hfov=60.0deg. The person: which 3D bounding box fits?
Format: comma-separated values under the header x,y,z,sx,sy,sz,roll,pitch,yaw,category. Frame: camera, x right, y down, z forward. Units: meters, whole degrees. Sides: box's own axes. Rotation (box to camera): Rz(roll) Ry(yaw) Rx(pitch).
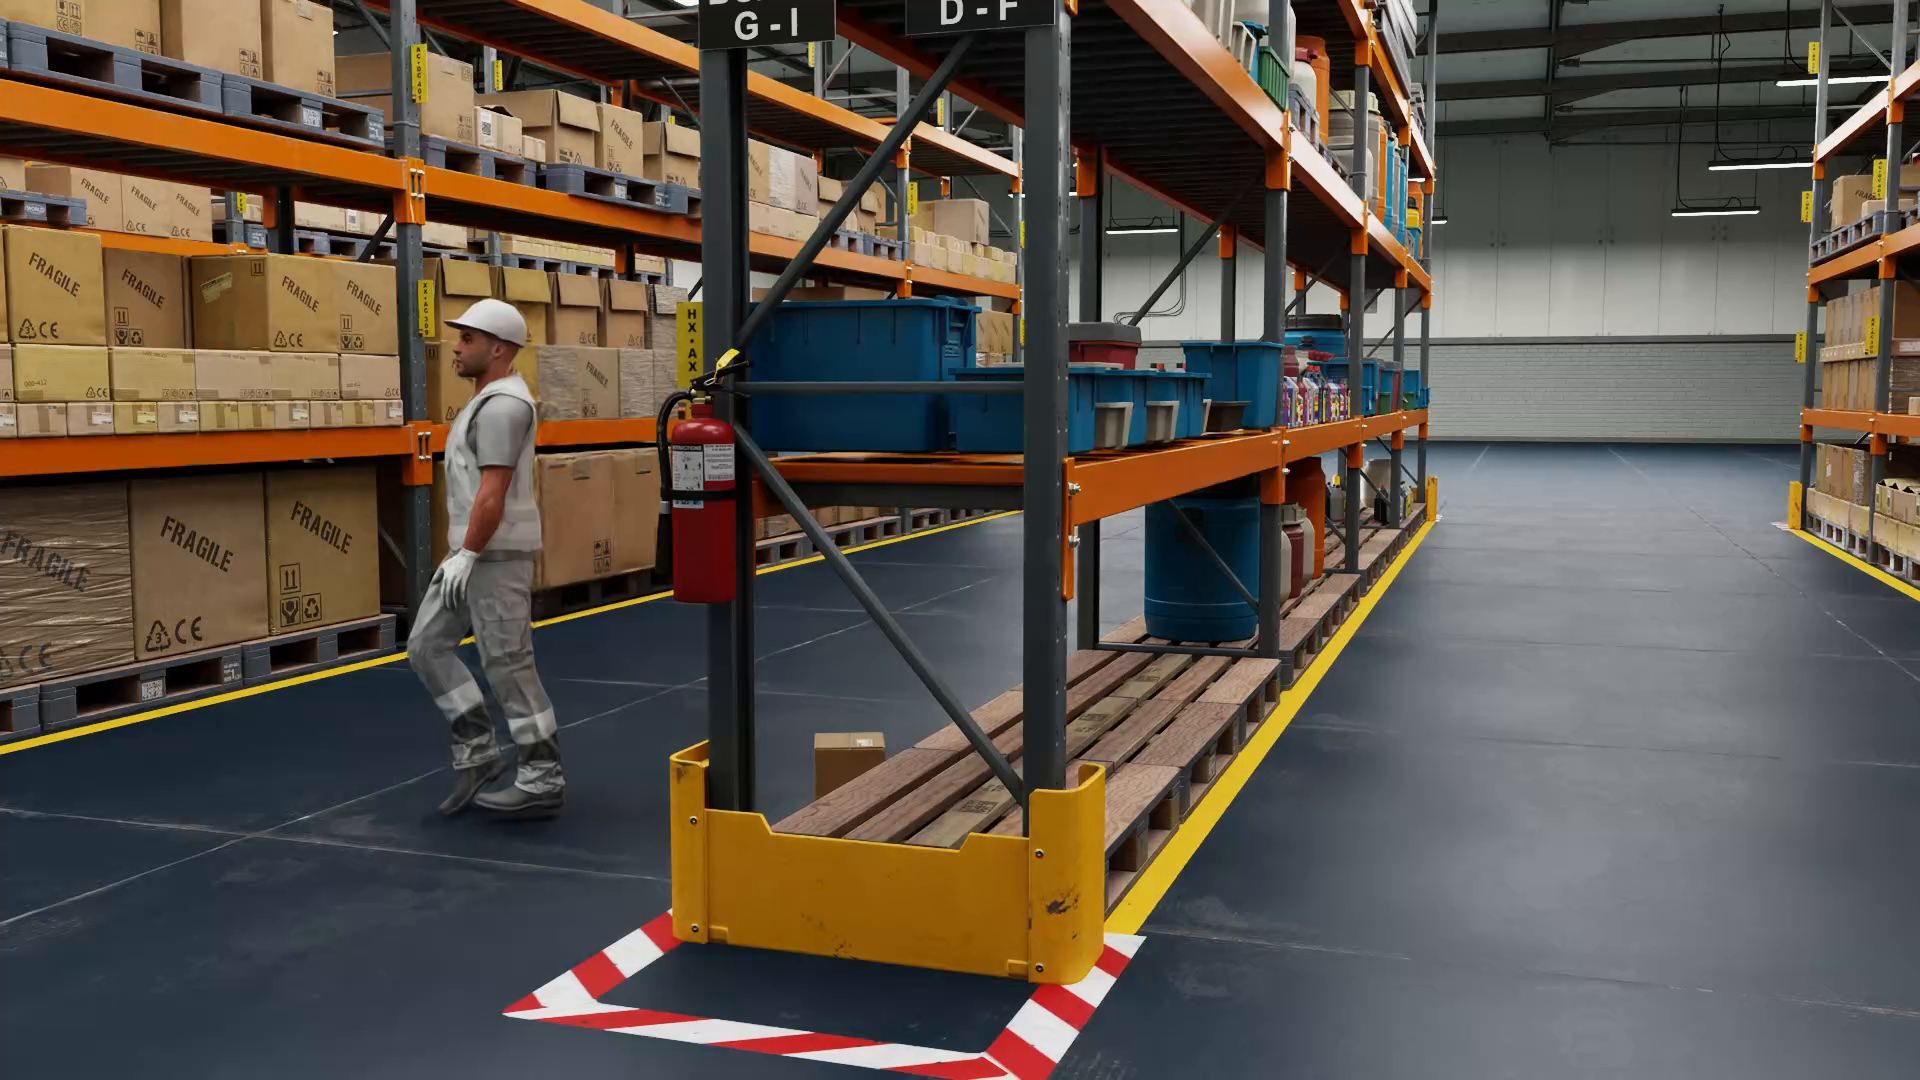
x,y,z,sx,sy,sz,roll,pitch,yaw,category
-1.658,0.087,5.781,0.511,1.834,0.592,-2,6,-21,person
